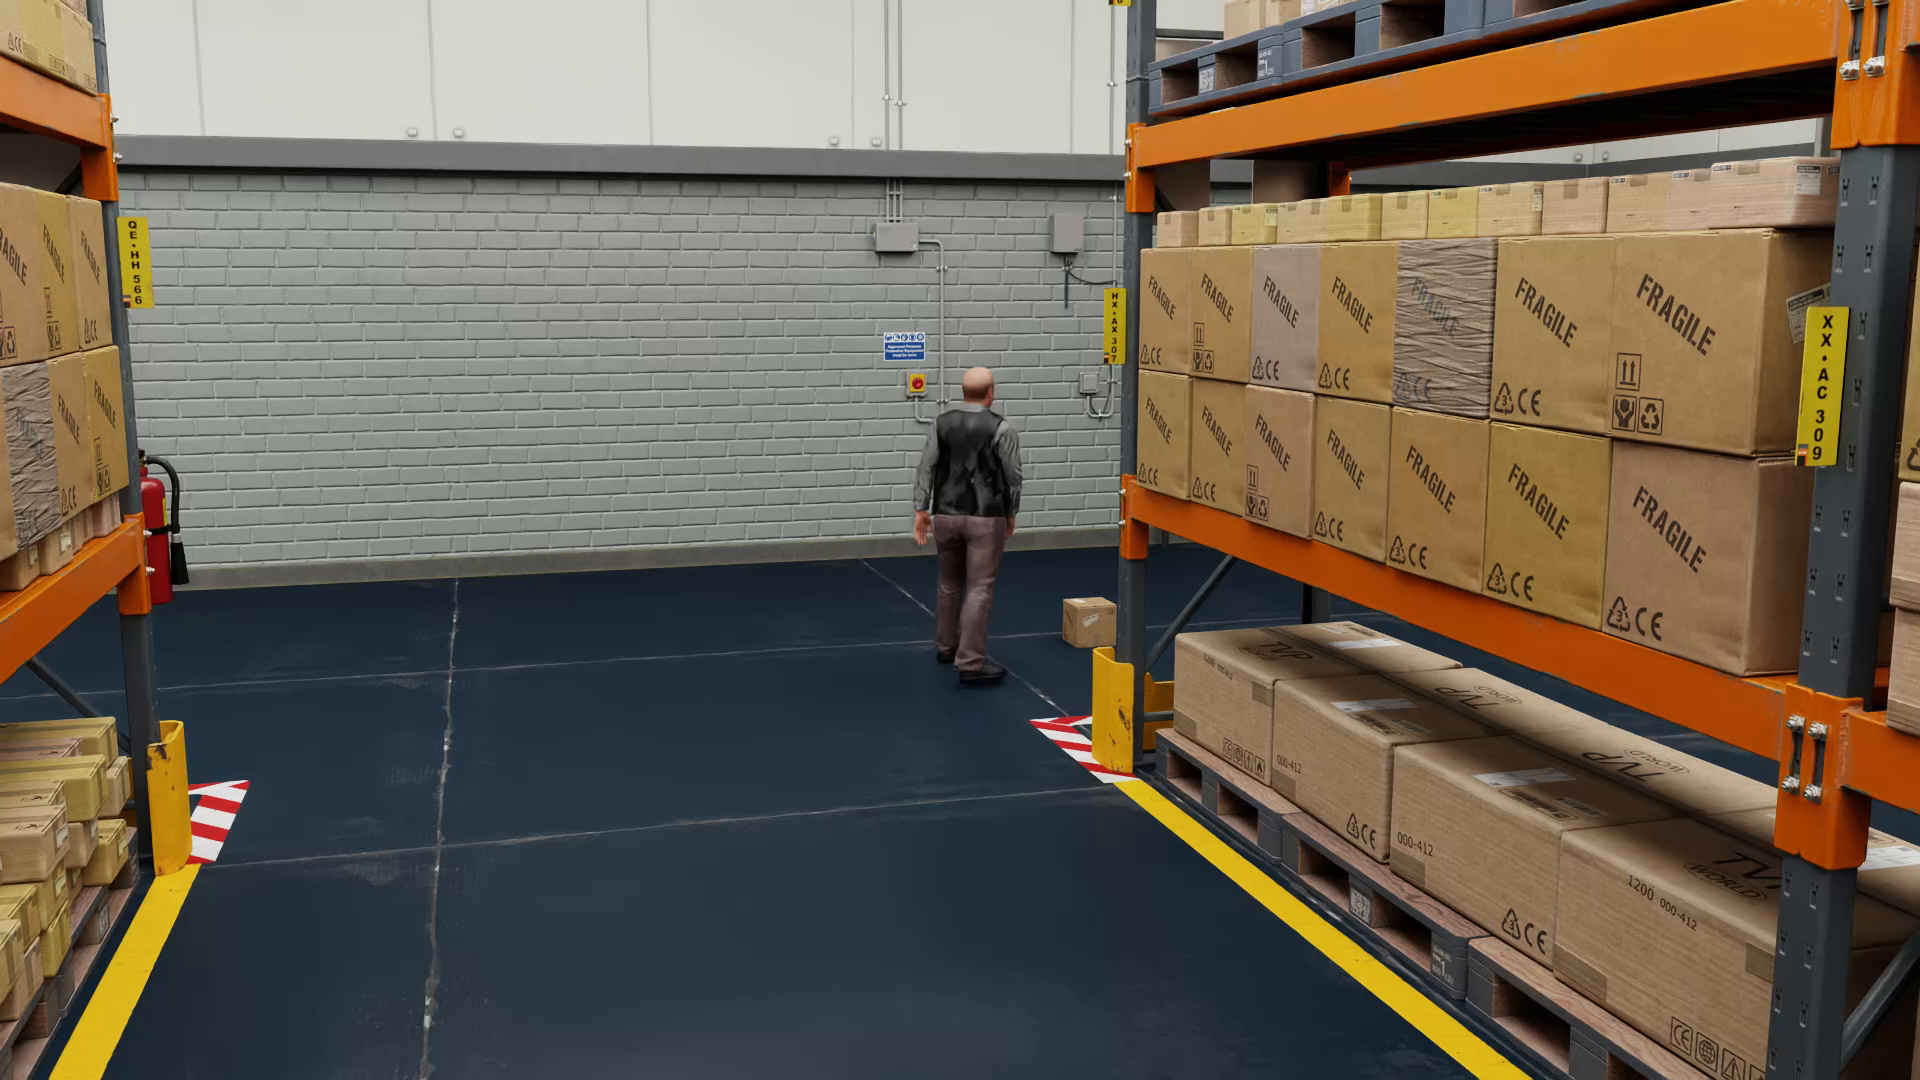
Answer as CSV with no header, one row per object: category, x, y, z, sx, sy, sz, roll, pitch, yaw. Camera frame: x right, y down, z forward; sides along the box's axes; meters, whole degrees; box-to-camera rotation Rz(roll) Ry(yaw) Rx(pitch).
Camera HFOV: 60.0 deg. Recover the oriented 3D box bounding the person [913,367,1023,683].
person,0.037,-0.107,9.191,0.632,1.693,0.757,5,10,27
